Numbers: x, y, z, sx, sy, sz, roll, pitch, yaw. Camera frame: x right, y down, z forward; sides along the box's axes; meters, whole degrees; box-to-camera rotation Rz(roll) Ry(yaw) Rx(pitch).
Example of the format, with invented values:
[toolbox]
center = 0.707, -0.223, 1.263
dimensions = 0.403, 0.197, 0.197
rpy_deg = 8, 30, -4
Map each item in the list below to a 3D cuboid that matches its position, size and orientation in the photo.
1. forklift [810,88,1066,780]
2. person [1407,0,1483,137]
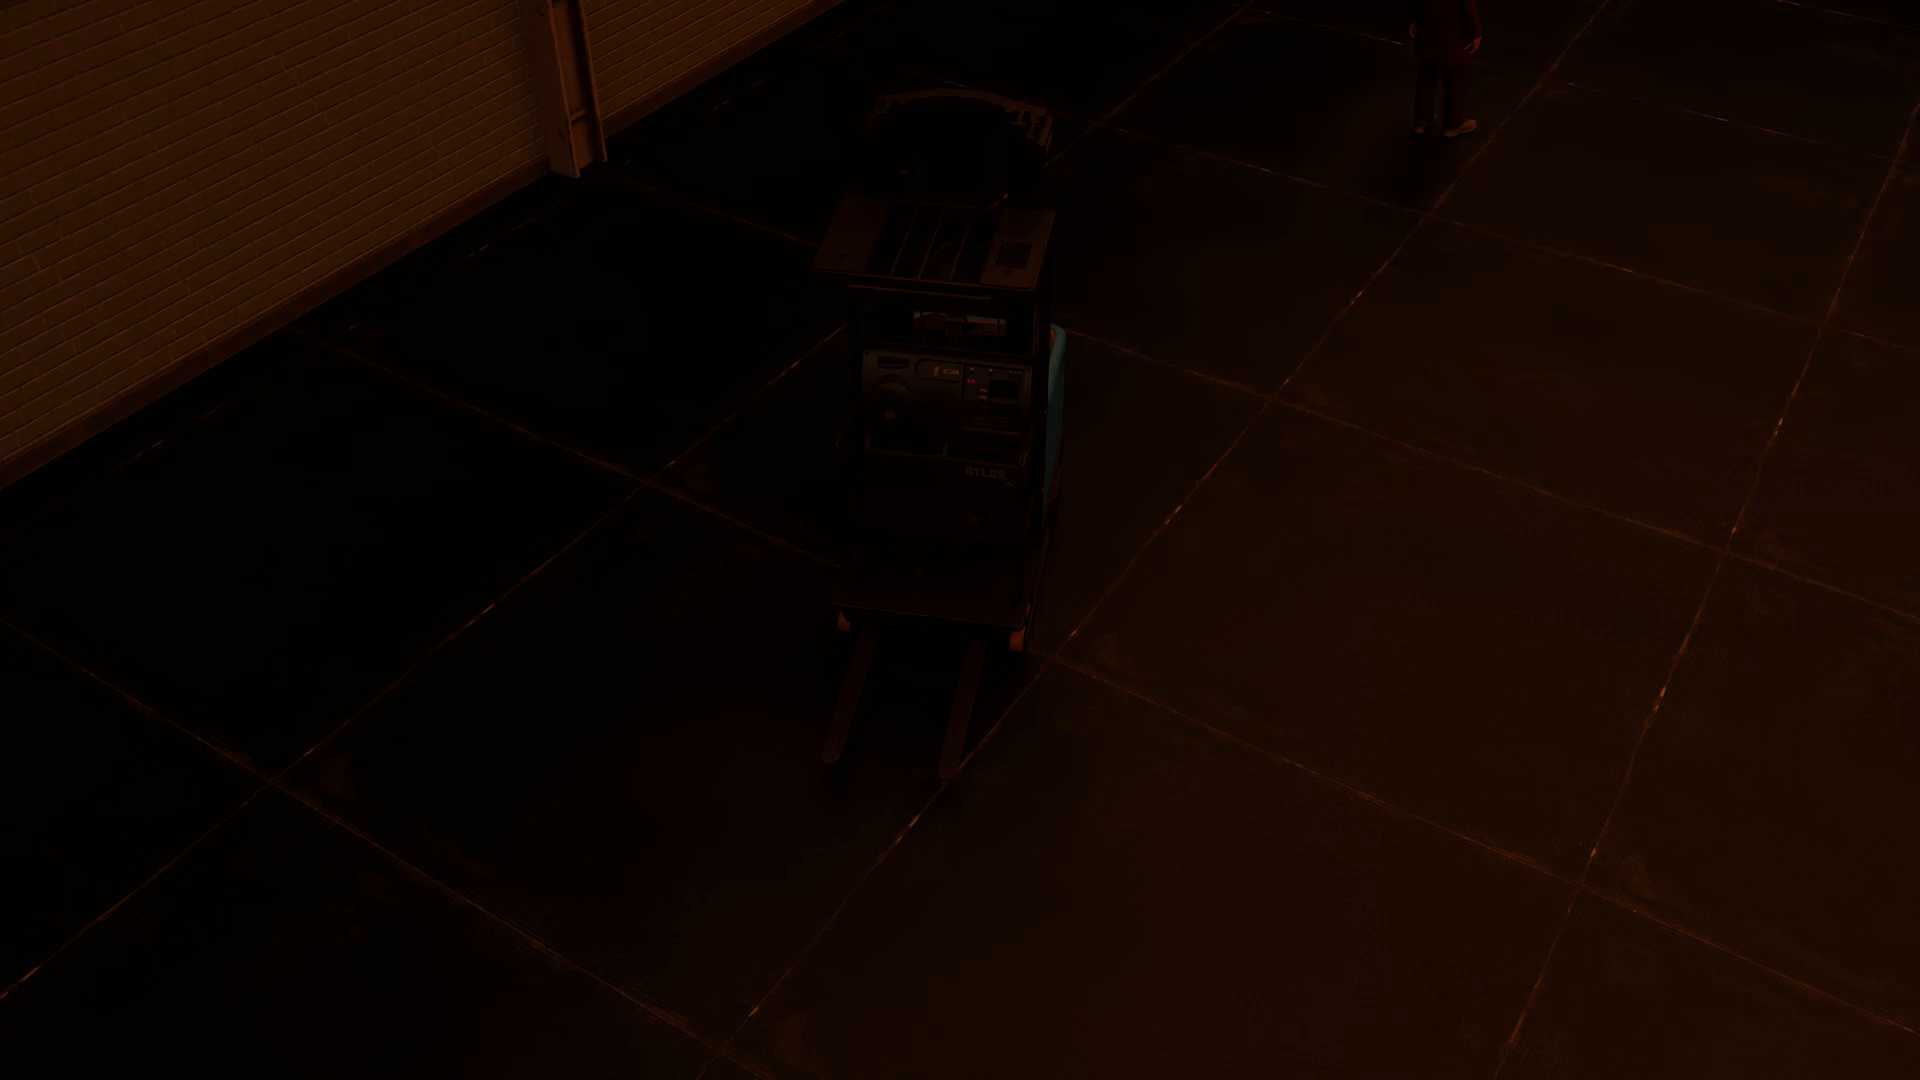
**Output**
[forklift]
center = -0.108, -0.731, 8.830
dimensions = 1.130, 2.935, 3.031
rpy_deg = 7, 41, 8
[person]
center = 4.074, -4.267, 13.884
dimensions = 0.695, 1.776, 0.582
rpy_deg = 32, 50, 32
